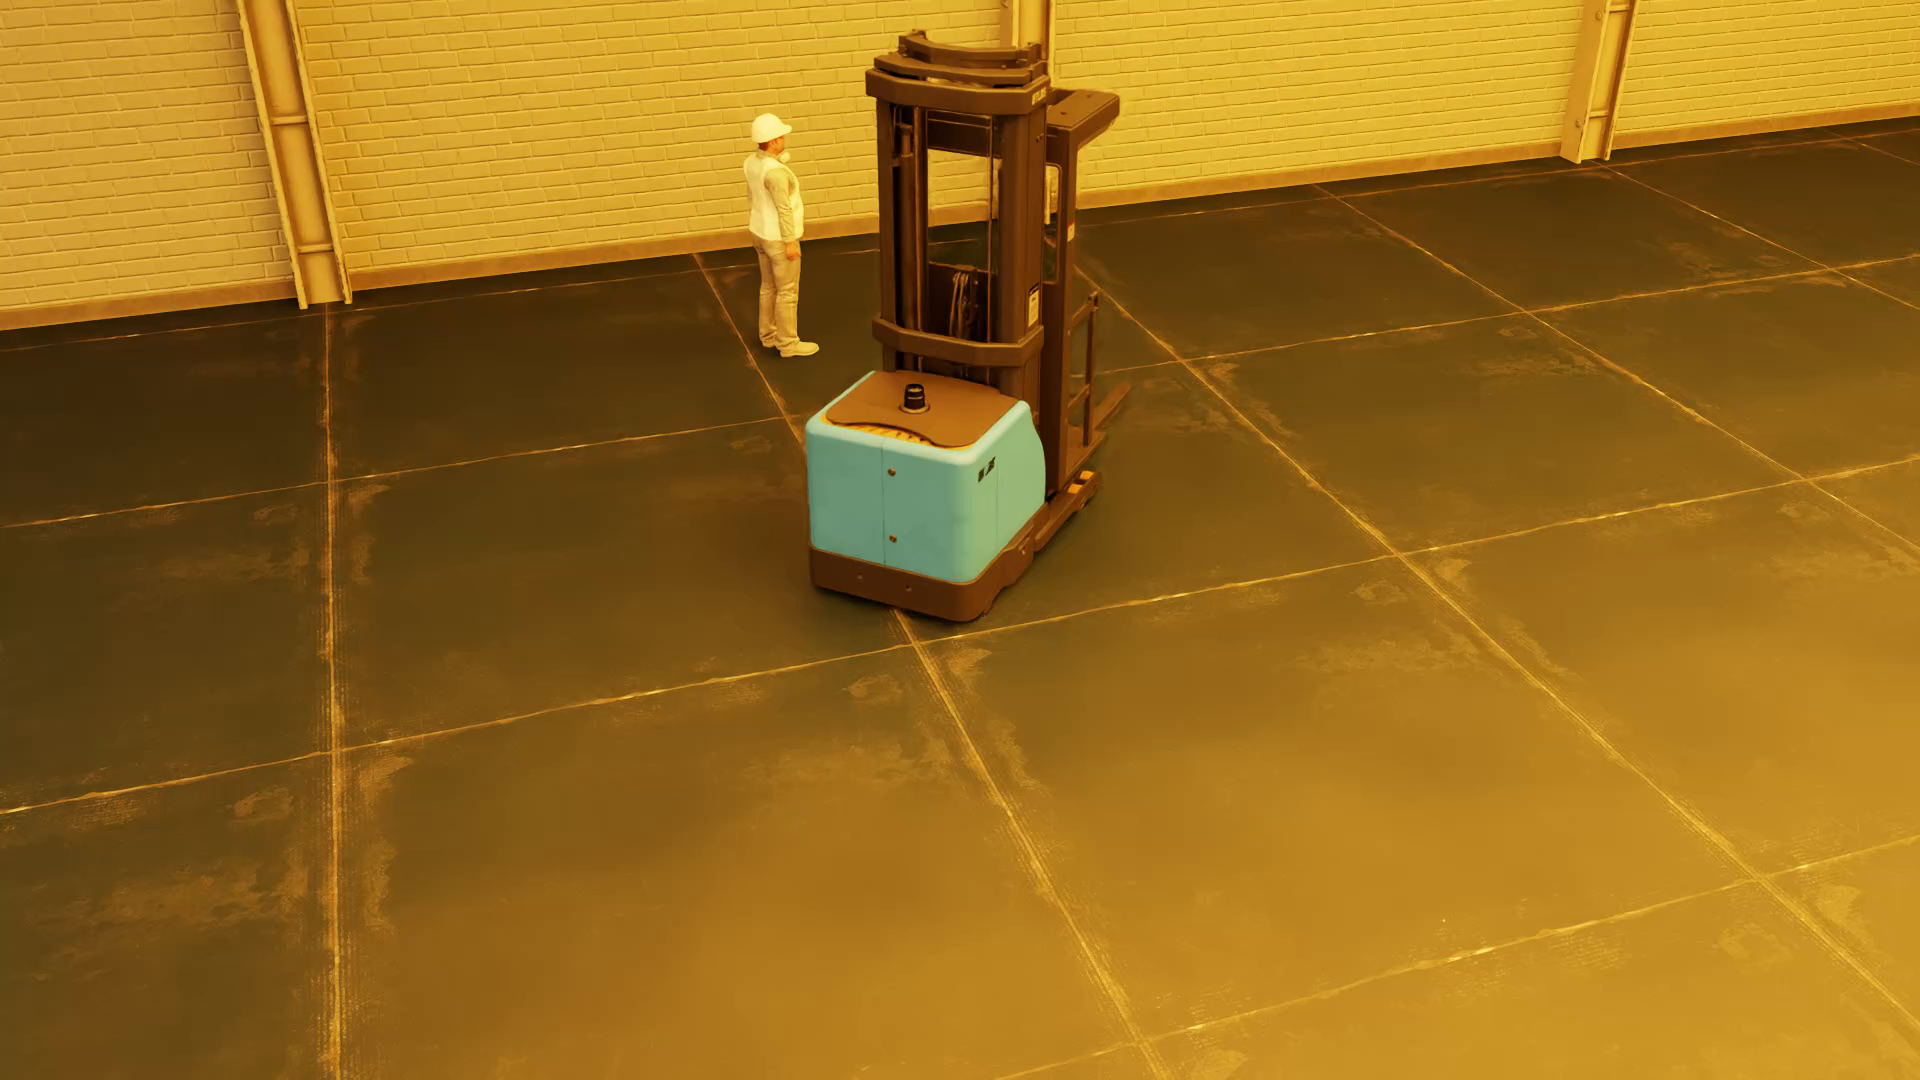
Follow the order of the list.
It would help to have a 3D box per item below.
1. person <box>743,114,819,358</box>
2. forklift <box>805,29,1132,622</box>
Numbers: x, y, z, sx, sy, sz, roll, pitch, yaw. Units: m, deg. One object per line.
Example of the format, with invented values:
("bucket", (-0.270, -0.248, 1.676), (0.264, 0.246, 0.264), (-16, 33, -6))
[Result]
("person", (-1.325, -2.223, 12.113), (0.362, 1.776, 0.528), (-19, 35, -29))
("forklift", (0.230, -1.537, 9.759), (1.130, 2.935, 3.031), (13, 32, 22))
